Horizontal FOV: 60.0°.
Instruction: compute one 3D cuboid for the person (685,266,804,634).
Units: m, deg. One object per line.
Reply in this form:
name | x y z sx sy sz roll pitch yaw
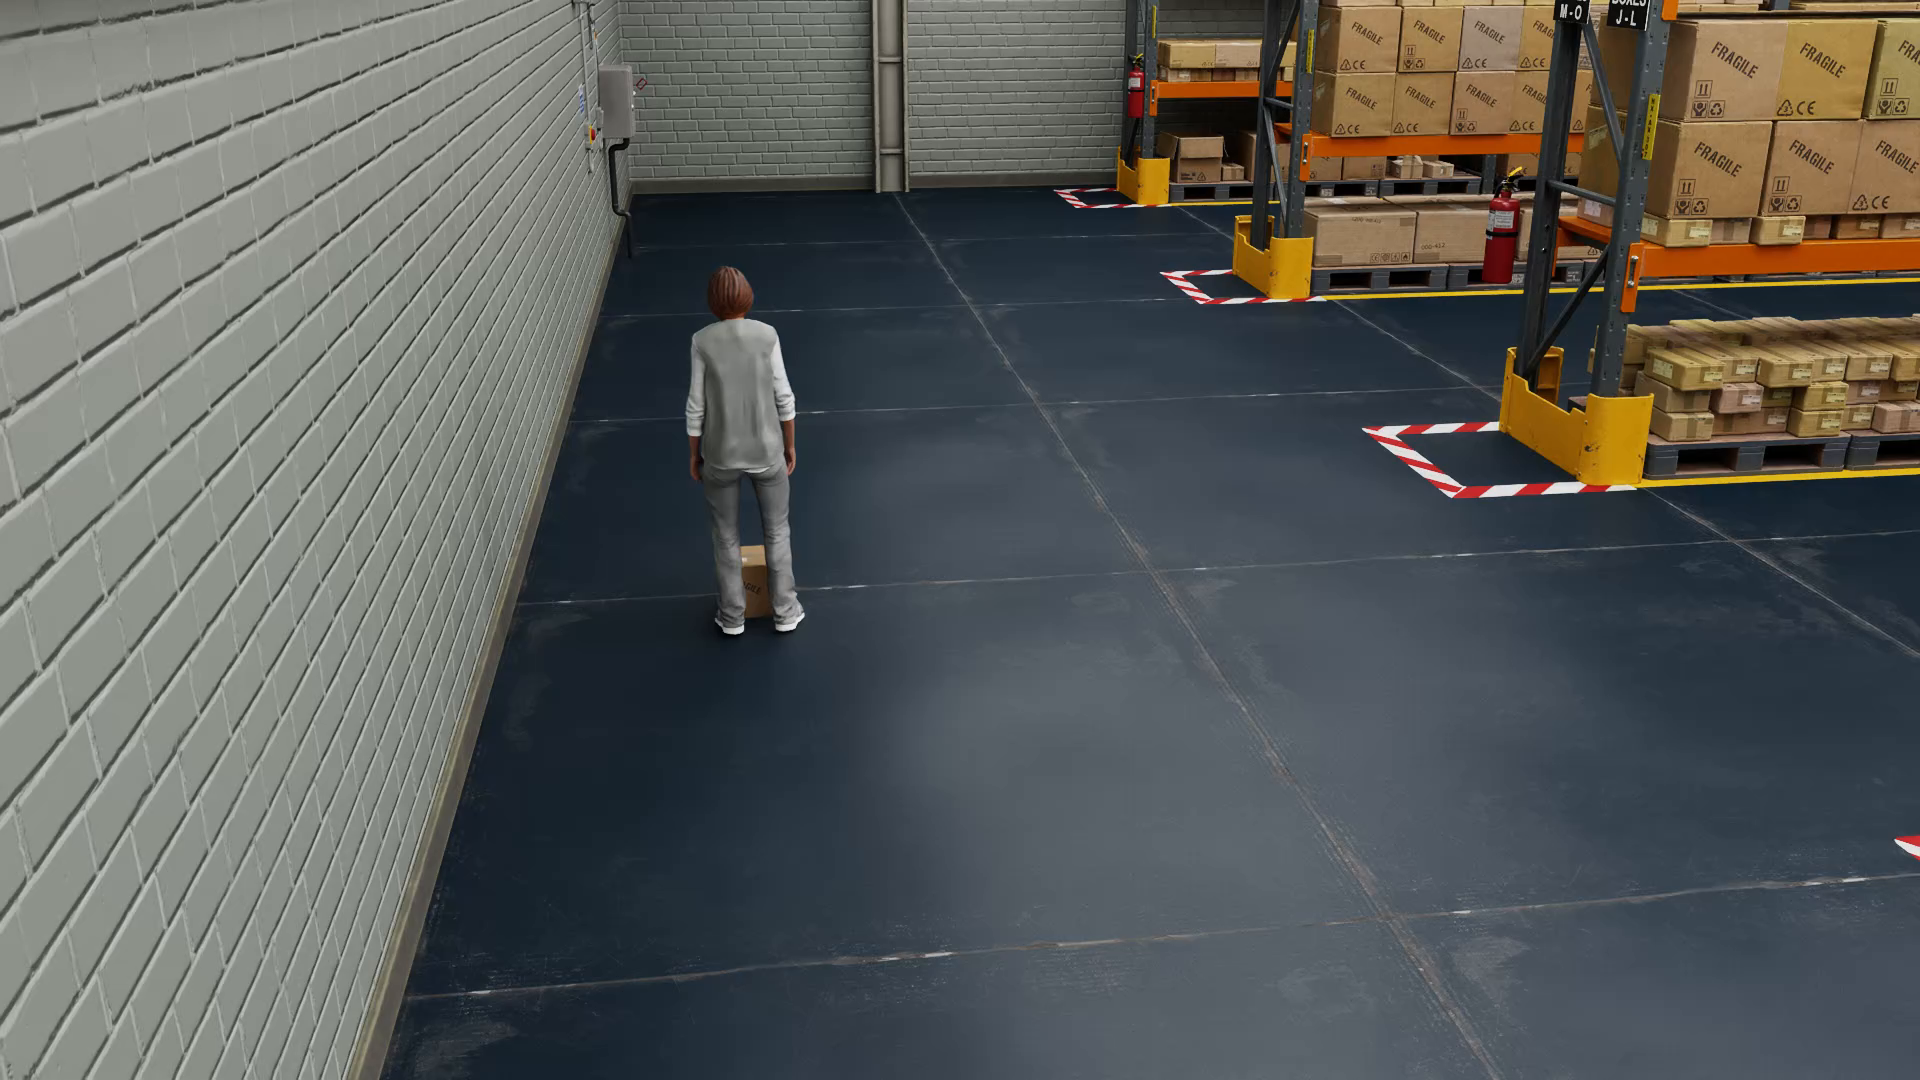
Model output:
person | -0.917 -0.357 7.059 0.477 1.591 0.349 -4 21 -11
